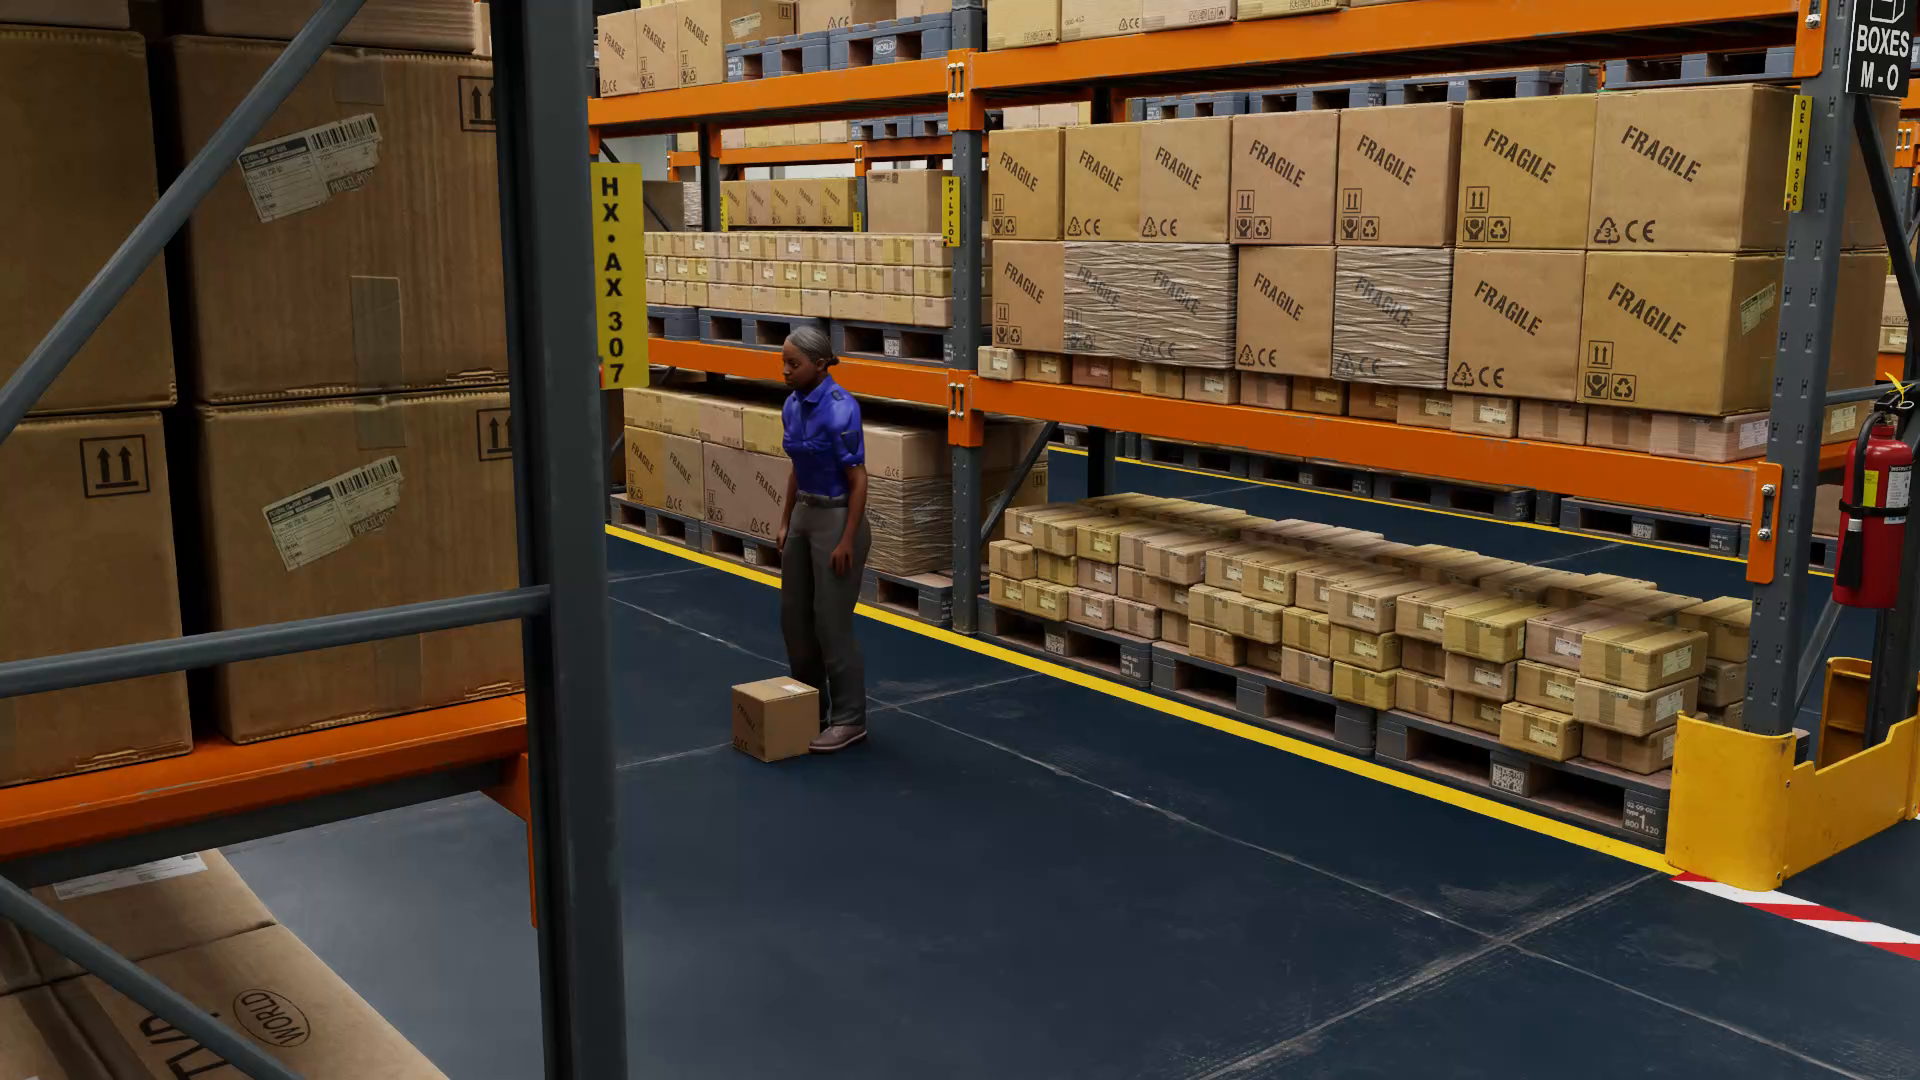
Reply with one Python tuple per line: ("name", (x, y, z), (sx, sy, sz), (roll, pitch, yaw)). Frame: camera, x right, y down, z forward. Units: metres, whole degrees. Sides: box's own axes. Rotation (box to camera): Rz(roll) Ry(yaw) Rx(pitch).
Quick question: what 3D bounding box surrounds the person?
("person", (-0.550, -0.019, 6.542), (0.347, 1.655, 0.505), (-9, 14, -37))
